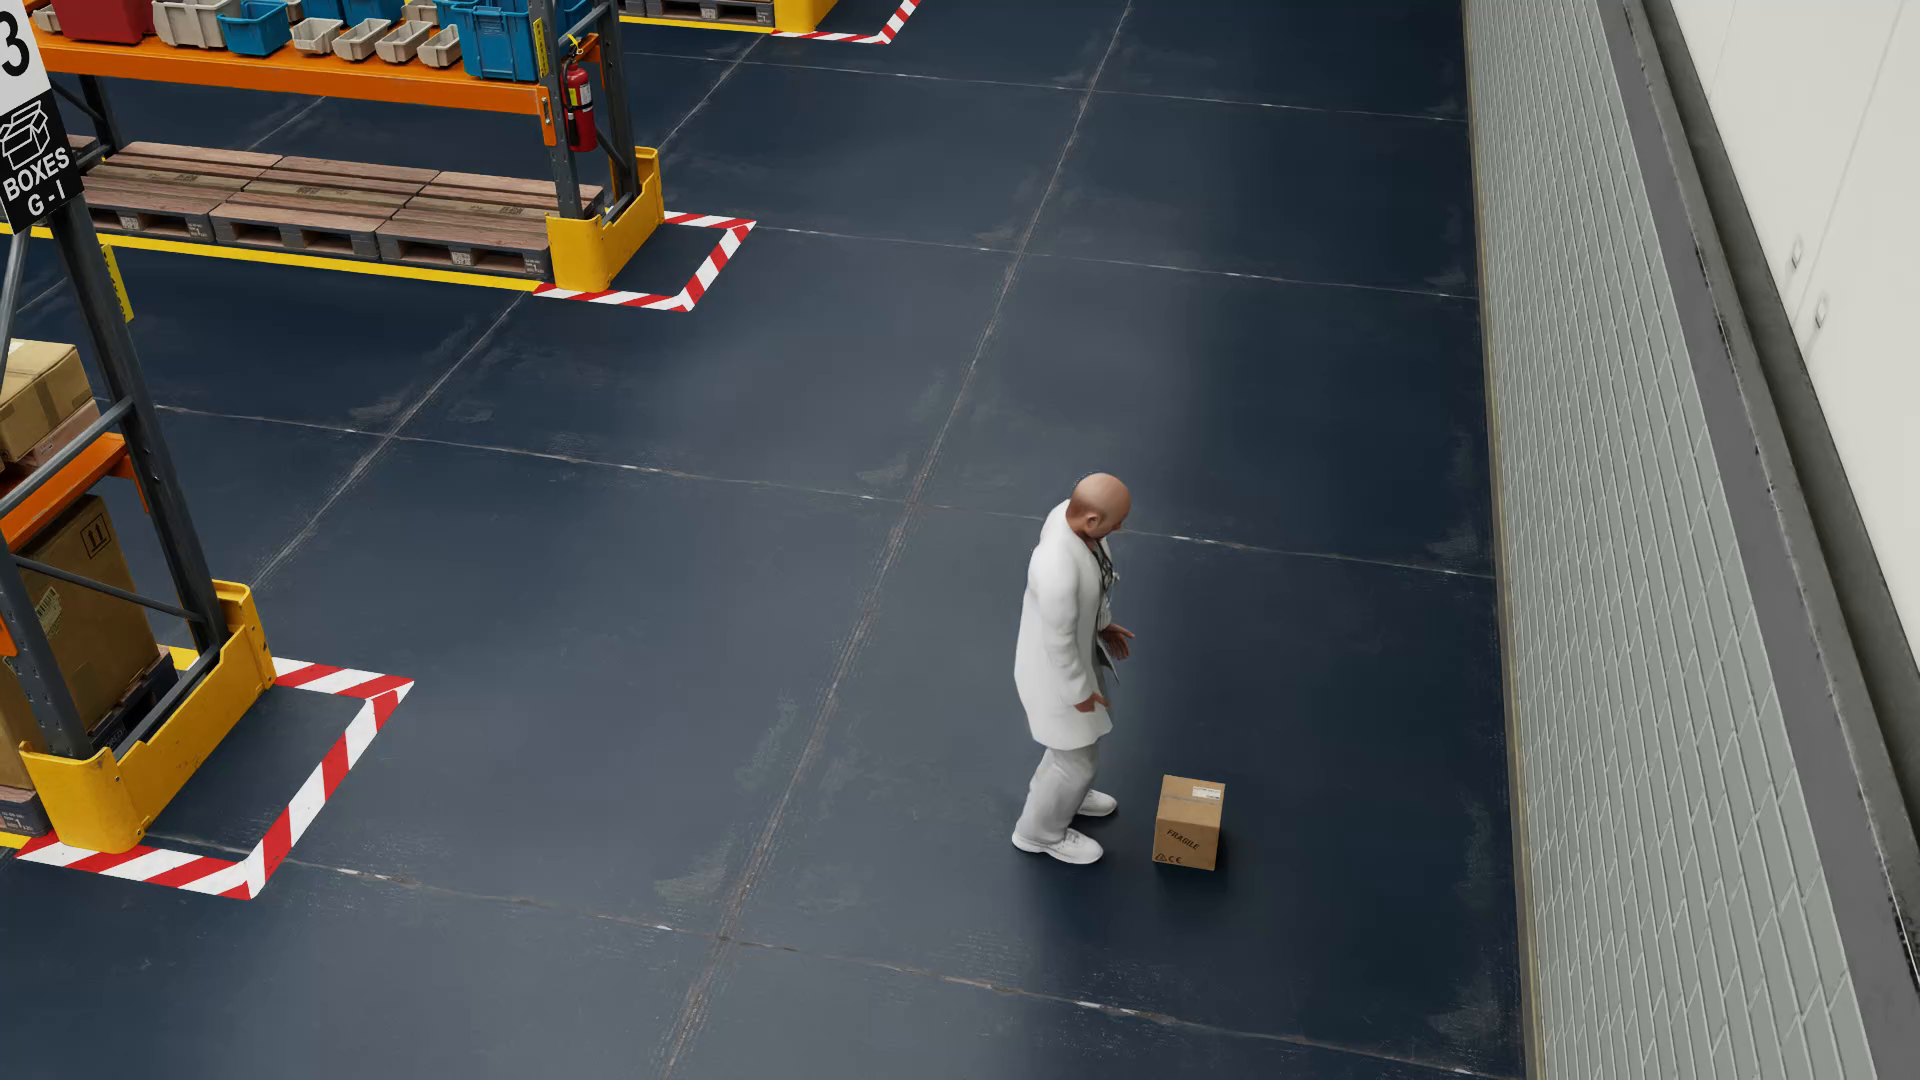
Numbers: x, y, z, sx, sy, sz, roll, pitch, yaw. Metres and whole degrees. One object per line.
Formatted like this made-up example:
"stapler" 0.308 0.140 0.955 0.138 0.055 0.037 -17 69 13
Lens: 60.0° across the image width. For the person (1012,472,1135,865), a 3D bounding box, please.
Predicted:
"person" 0.433 0.472 6.382 0.416 1.731 0.587 8 37 11
